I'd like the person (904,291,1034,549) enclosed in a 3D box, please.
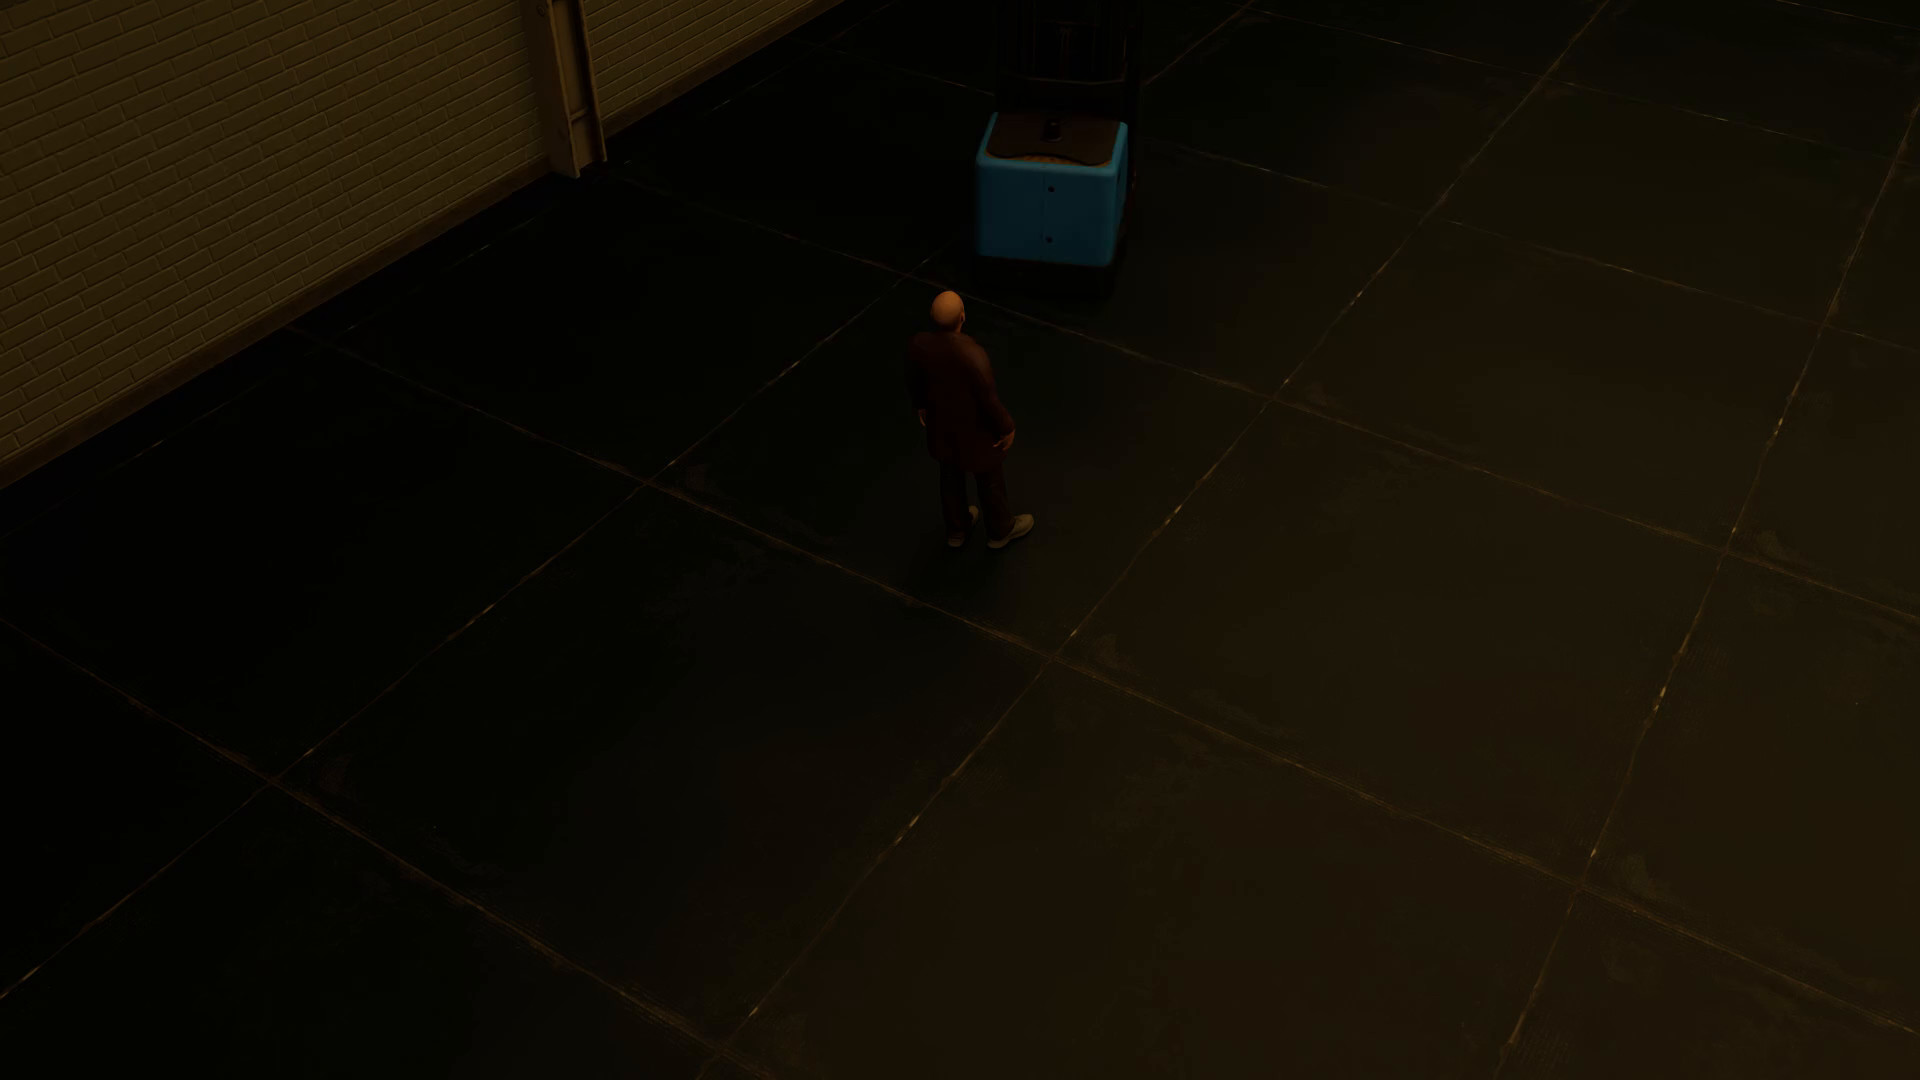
[{"bbox_3d":[0.053,-0.732,9.711,0.696,1.776,0.582,22,45,24],"label":"person"}]

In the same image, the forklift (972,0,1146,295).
[{"bbox_3d":[0.860,-3.876,12.541,1.130,2.935,3.031,7,41,8],"label":"forklift"}]
